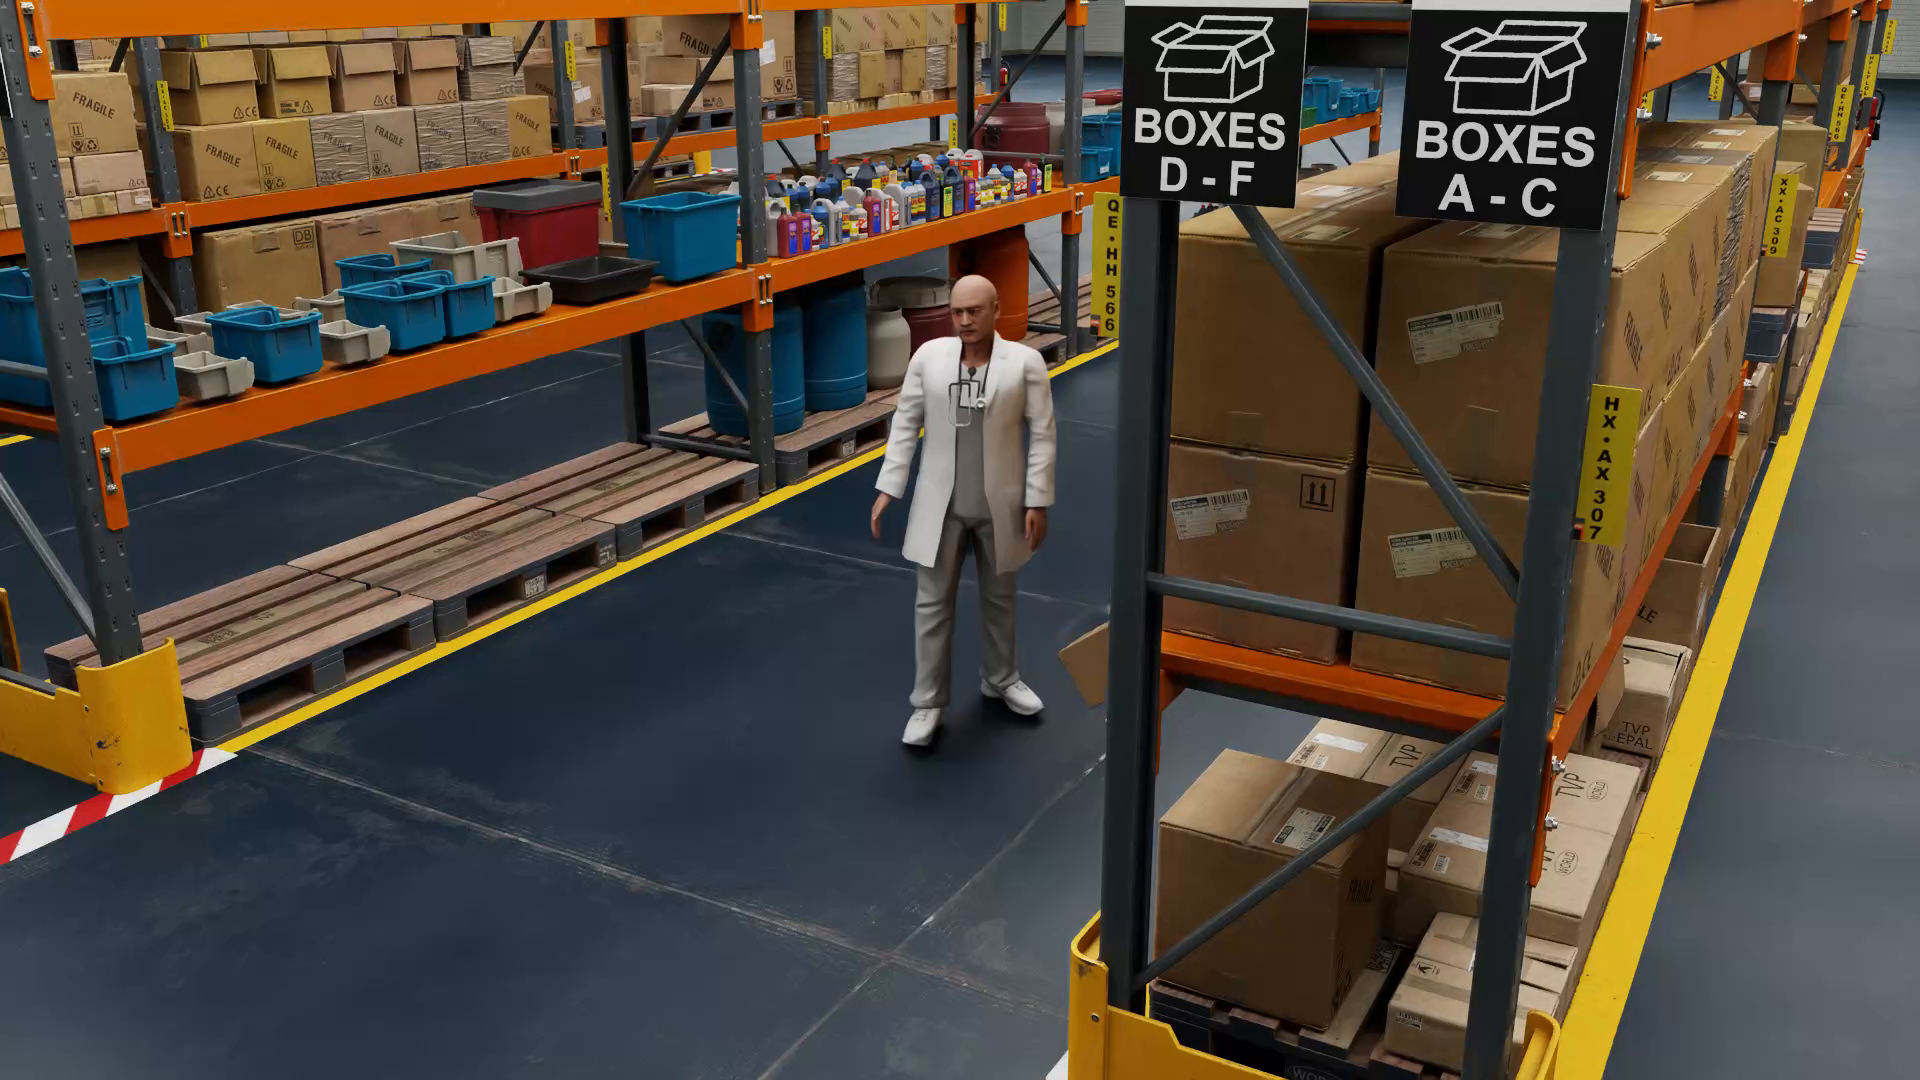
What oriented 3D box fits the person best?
[{"bbox_3d":[0.011,-0.117,6.363,0.711,1.772,0.667,1,19,4],"label":"person"}]
